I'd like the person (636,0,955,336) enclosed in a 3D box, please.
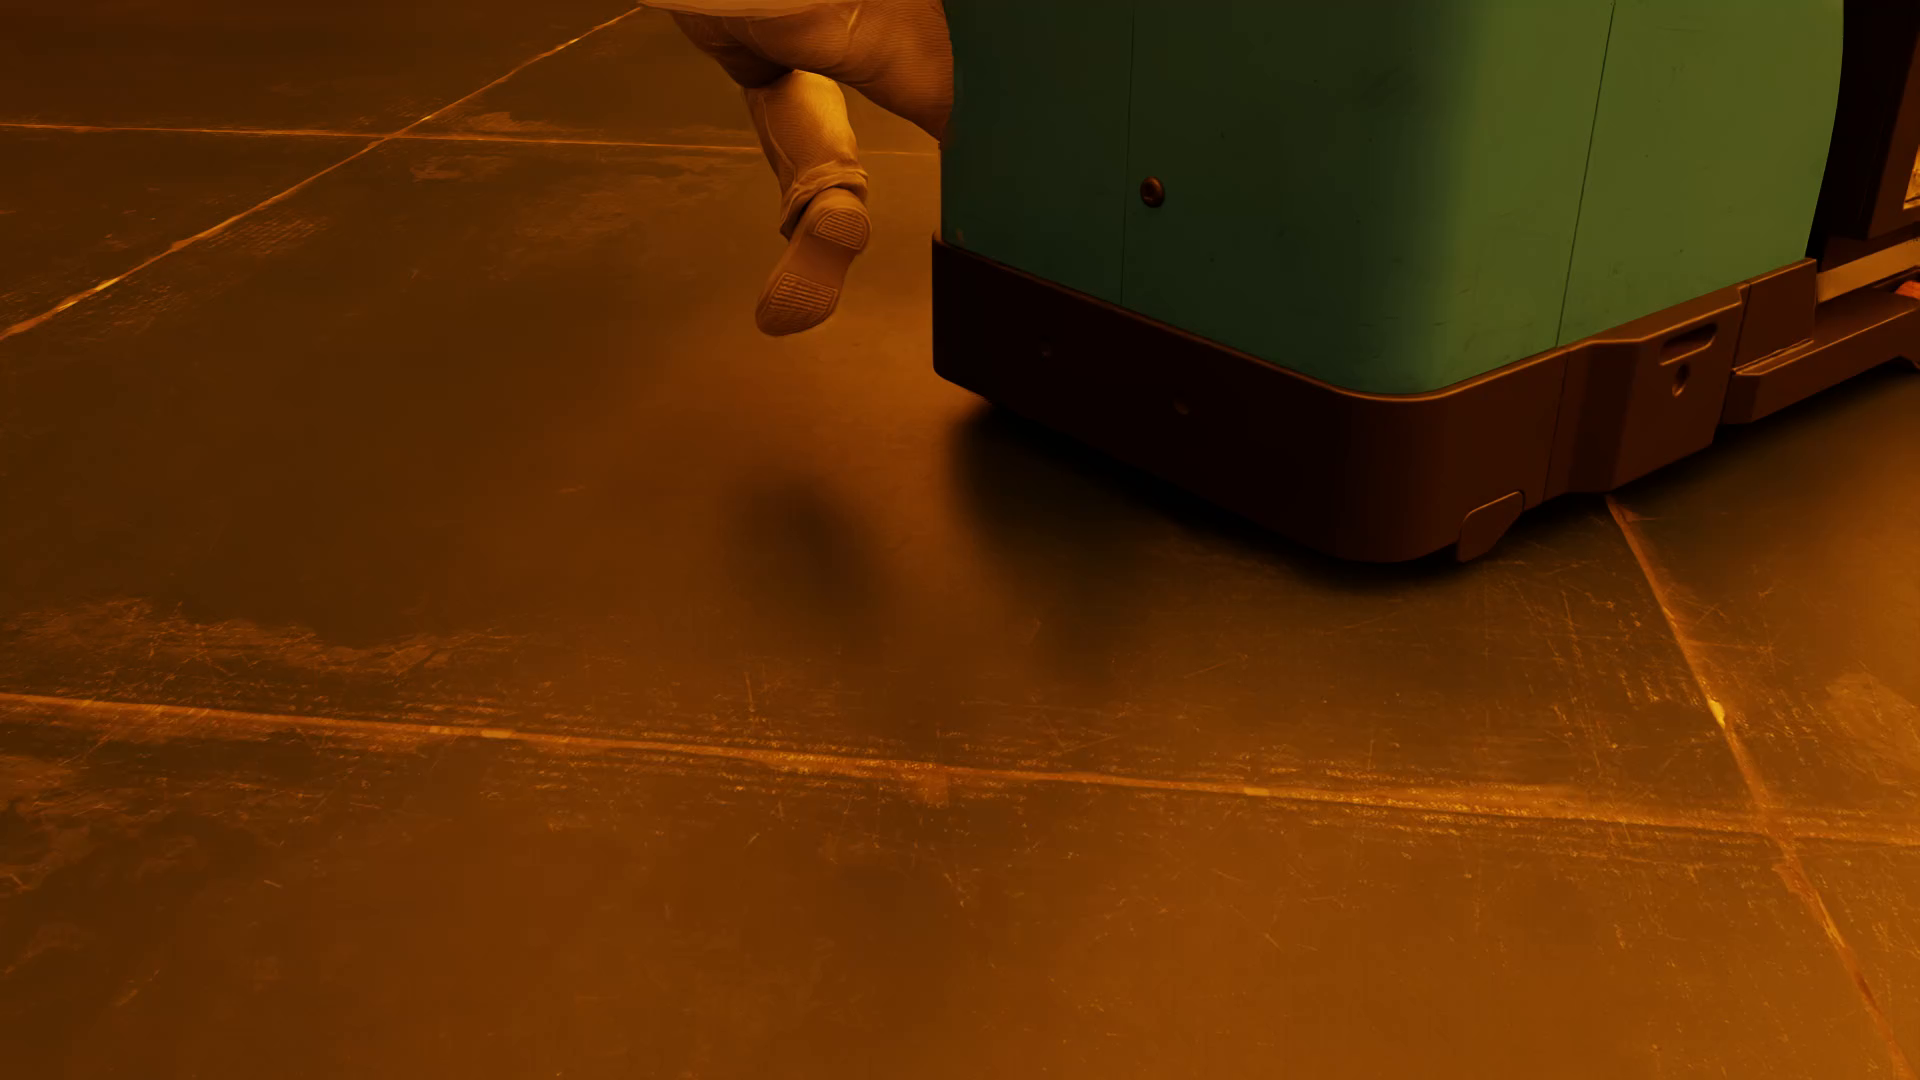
[{"bbox_3d":[-0.158,-0.994,2.701,0.796,1.614,0.745,12,29,23],"label":"person"}]

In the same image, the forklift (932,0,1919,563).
[{"bbox_3d":[1.424,-1.797,2.819,3.031,2.935,1.130,-19,32,-34],"label":"forklift"}]
